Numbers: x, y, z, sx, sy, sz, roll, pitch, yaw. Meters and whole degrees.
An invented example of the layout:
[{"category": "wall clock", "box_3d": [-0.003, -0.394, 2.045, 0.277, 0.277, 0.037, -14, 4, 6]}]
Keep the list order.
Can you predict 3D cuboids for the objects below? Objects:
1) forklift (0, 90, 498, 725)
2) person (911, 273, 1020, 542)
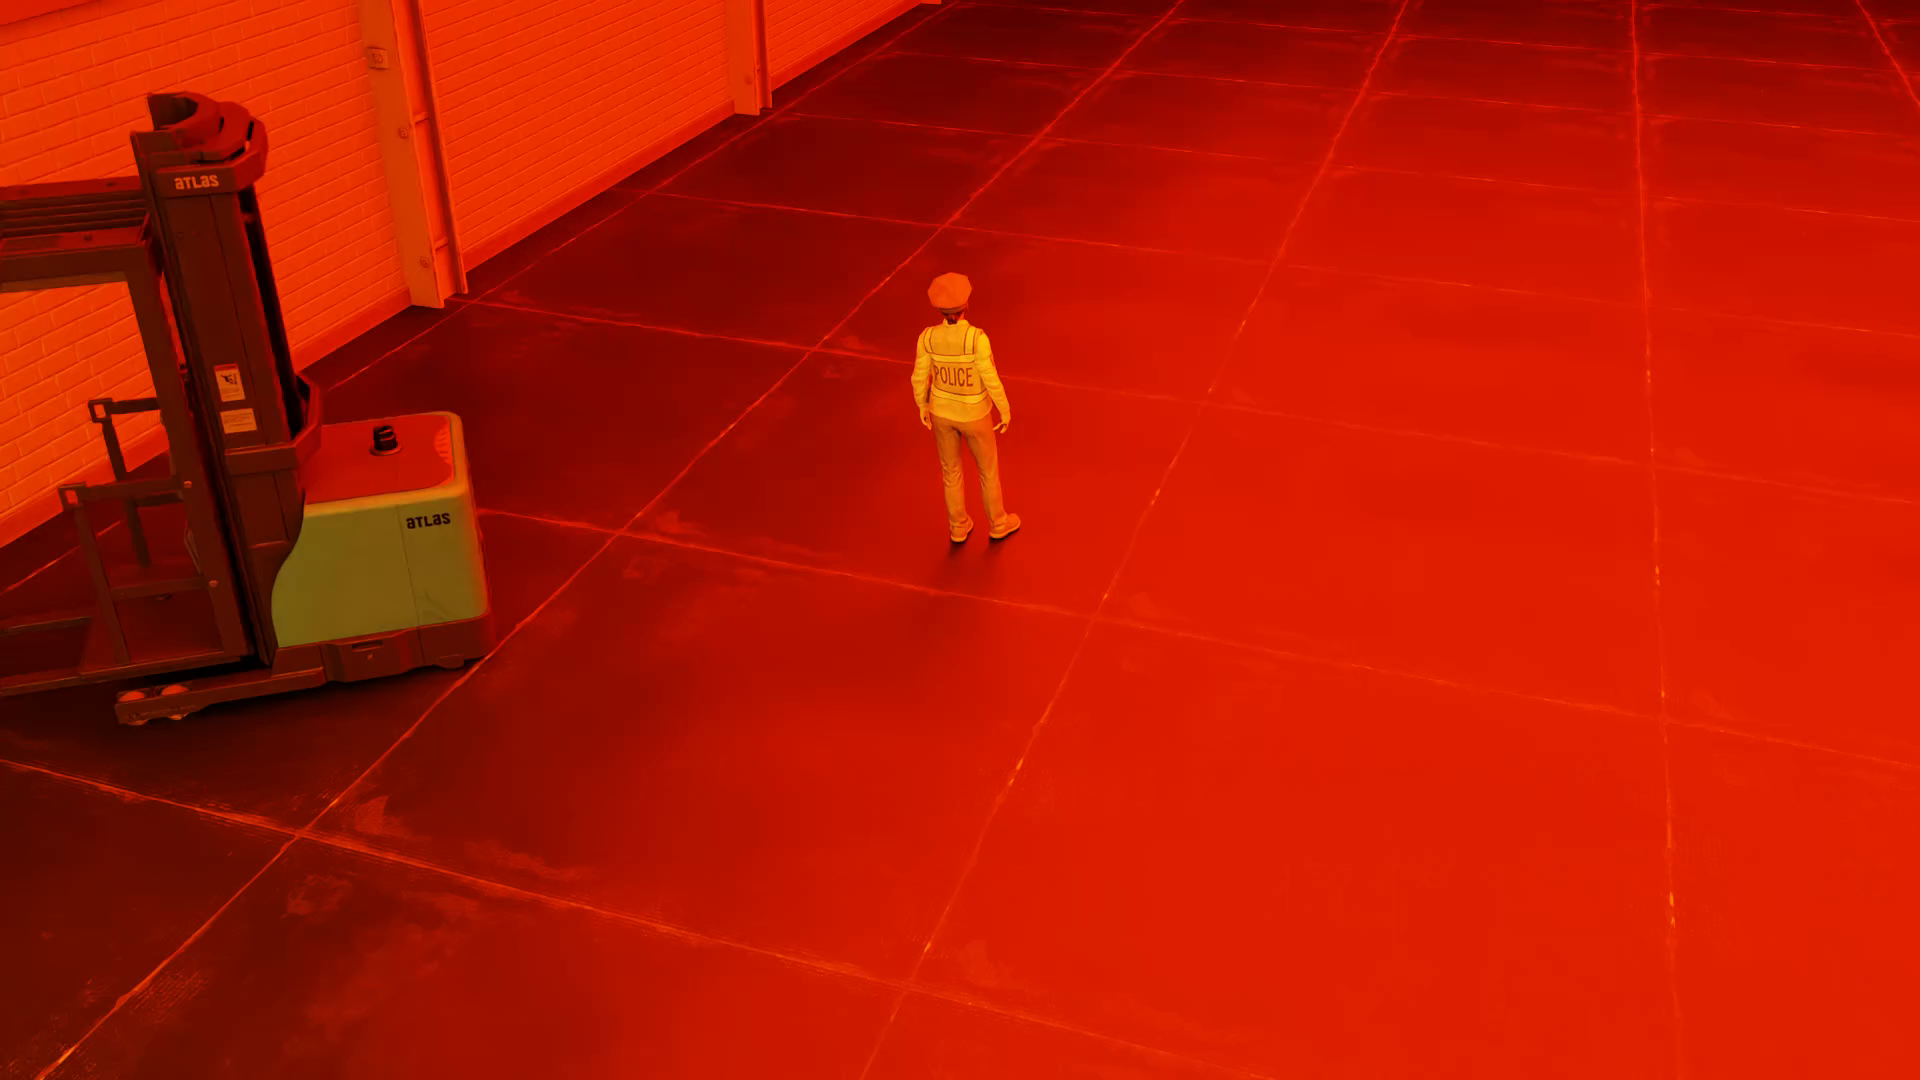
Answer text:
[{"category": "forklift", "box_3d": [-4.064, -0.626, 8.235, 3.031, 2.935, 1.130, -9, 31, -15]}, {"category": "person", "box_3d": [0.029, -0.773, 9.727, 0.586, 1.694, 0.530, 10, 31, 16]}]
